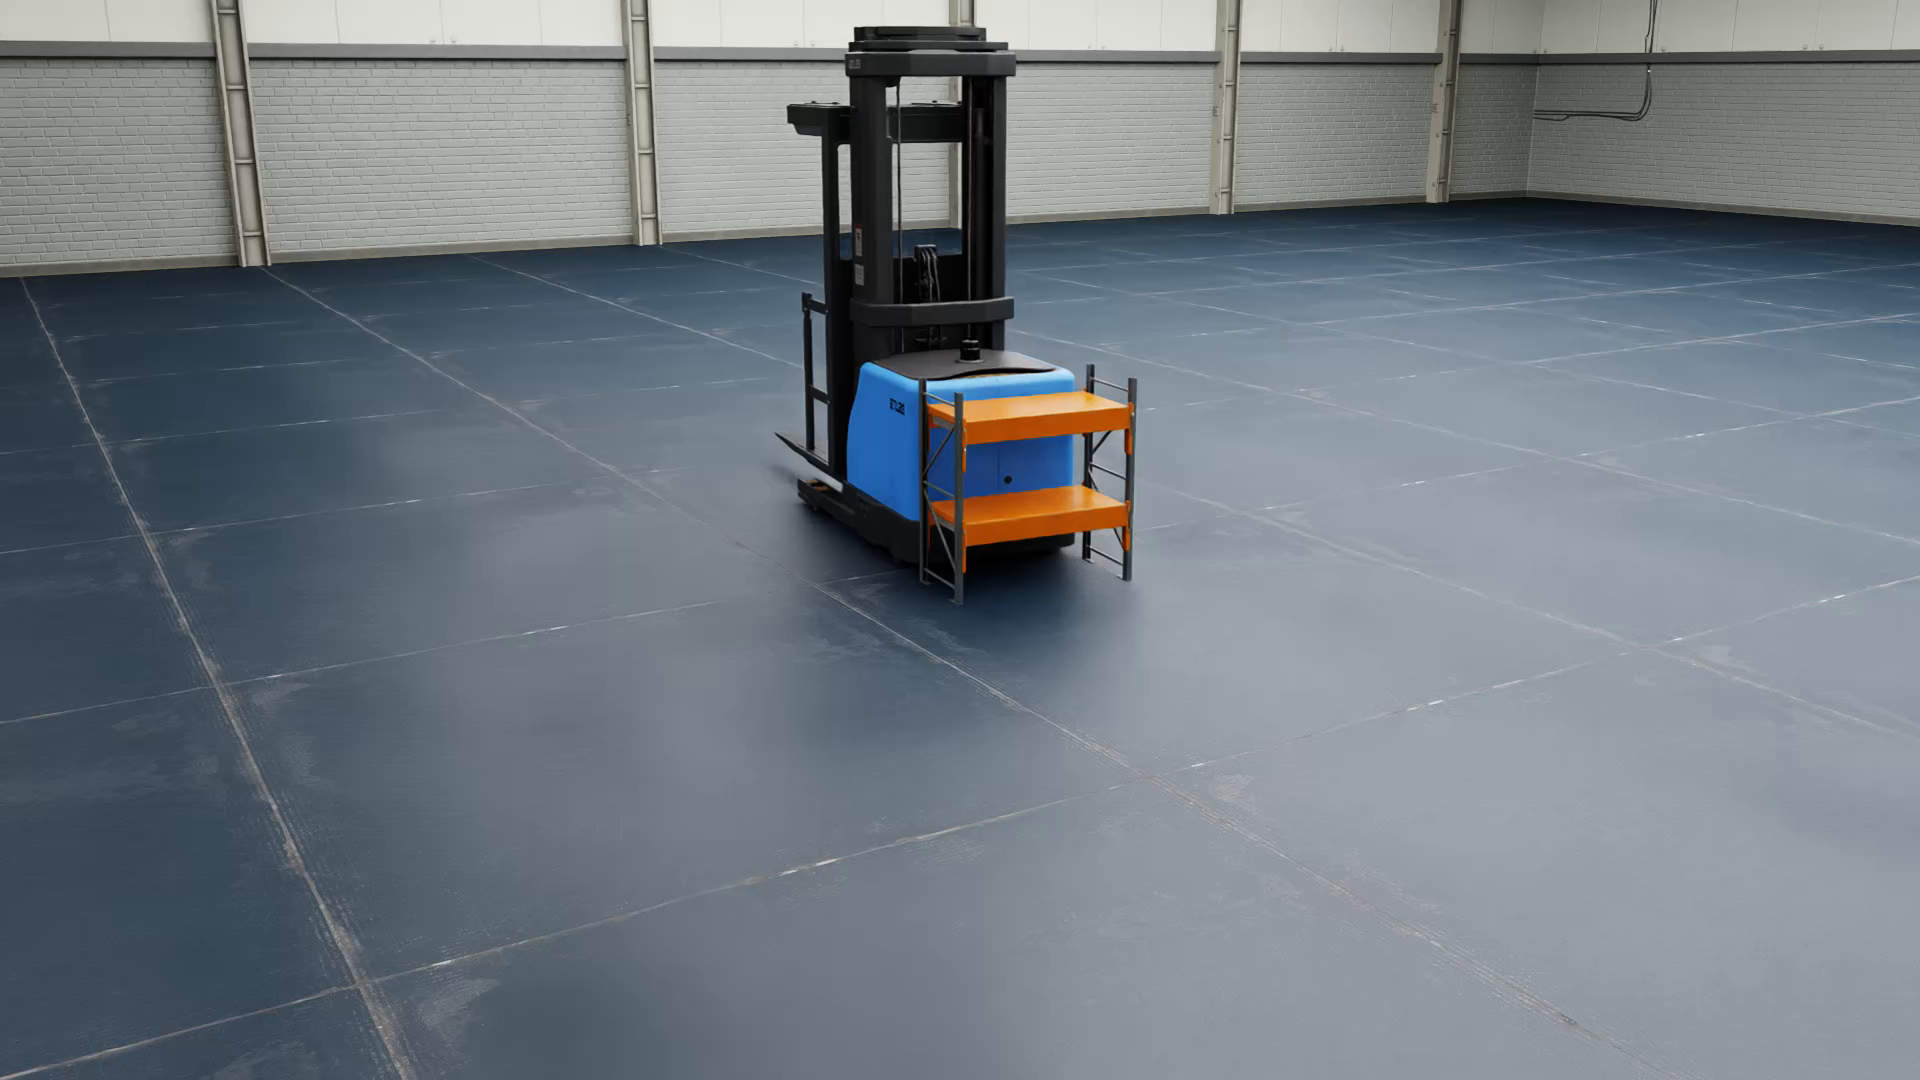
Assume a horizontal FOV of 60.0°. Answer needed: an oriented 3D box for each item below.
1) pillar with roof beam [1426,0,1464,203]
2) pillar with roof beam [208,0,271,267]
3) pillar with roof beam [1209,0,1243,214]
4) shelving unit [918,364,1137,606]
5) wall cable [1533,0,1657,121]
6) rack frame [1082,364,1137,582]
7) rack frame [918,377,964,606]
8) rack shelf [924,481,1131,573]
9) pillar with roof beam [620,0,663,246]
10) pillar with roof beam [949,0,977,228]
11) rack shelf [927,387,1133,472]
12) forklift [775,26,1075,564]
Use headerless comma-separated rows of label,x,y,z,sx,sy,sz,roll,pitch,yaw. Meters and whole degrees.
pillar with roof beam,12.553,-10.665,31.285,0.400,9.000,9.100,-9,18,-30
pillar with roof beam,-8.020,-7.329,19.384,0.400,9.000,9.100,-9,18,-30
pillar with roof beam,7.410,-9.831,28.310,0.400,9.000,9.100,-9,18,-30
shelving unit,0.359,-0.317,8.956,1.048,1.125,0.538,-7,17,-24
wall cable,13.542,-10.270,35.627,0.112,2.526,3.097,-9,18,-30
rack frame,0.819,-0.375,9.163,0.032,1.125,0.500,-7,17,-24
rack frame,-0.102,-0.259,8.748,0.032,1.125,0.500,-7,17,-24
rack shelf,0.358,-0.081,9.022,1.000,0.278,0.538,-7,17,-24
pillar with roof beam,-2.877,-8.163,22.359,0.400,9.000,9.100,-9,18,-30
pillar with roof beam,2.267,-8.997,25.334,0.400,9.000,9.100,-9,18,-30
rack shelf,0.359,-0.599,8.877,1.000,0.278,0.538,-7,17,-24
forklift,-0.395,-1.631,10.299,1.130,2.935,3.031,-7,17,-23
